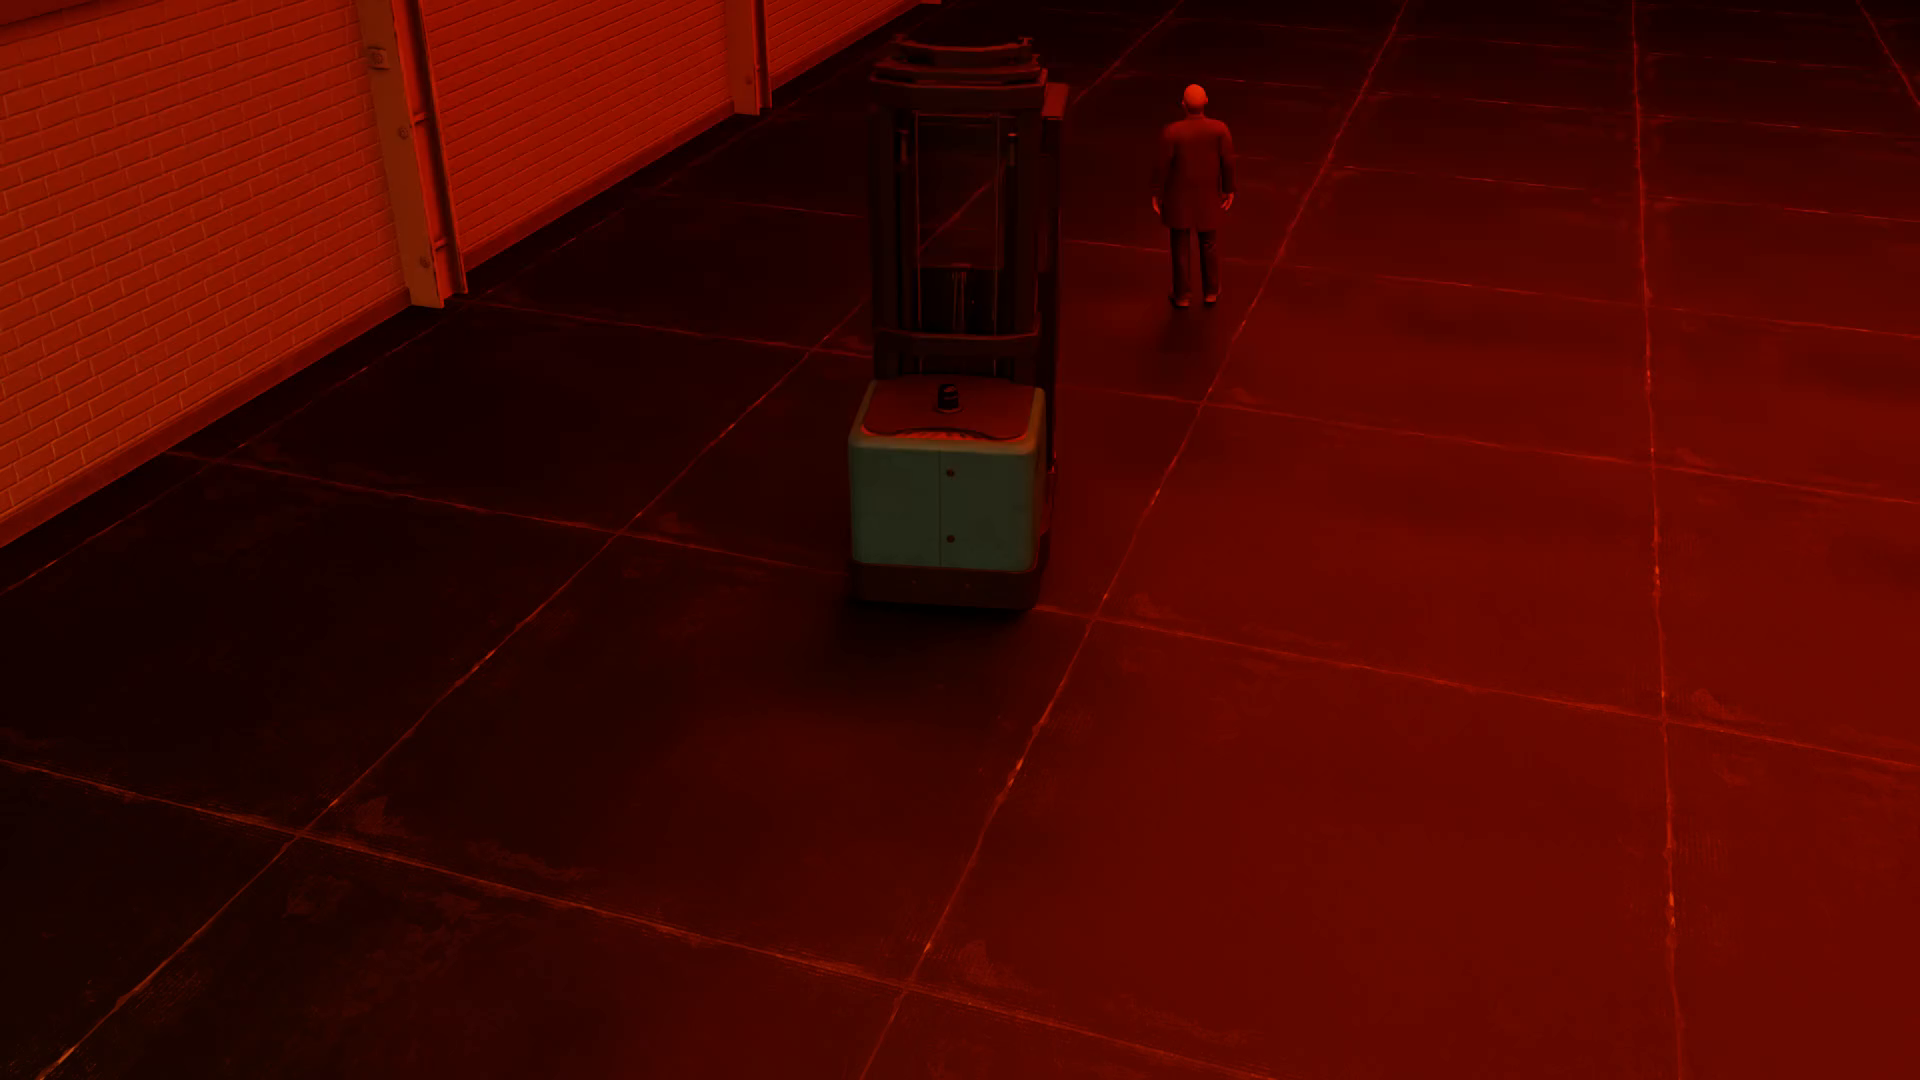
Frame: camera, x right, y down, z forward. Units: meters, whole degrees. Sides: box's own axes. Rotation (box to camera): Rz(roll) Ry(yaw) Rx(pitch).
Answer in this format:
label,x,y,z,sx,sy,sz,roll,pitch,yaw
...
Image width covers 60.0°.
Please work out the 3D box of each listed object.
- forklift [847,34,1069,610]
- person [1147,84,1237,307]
label,x,y,z,sx,sy,sz,roll,pitch,yaw
forklift,0.052,-1.590,9.926,1.130,2.935,3.031,3,30,5
person,1.817,-2.723,13.067,0.693,1.779,0.576,2,30,3
